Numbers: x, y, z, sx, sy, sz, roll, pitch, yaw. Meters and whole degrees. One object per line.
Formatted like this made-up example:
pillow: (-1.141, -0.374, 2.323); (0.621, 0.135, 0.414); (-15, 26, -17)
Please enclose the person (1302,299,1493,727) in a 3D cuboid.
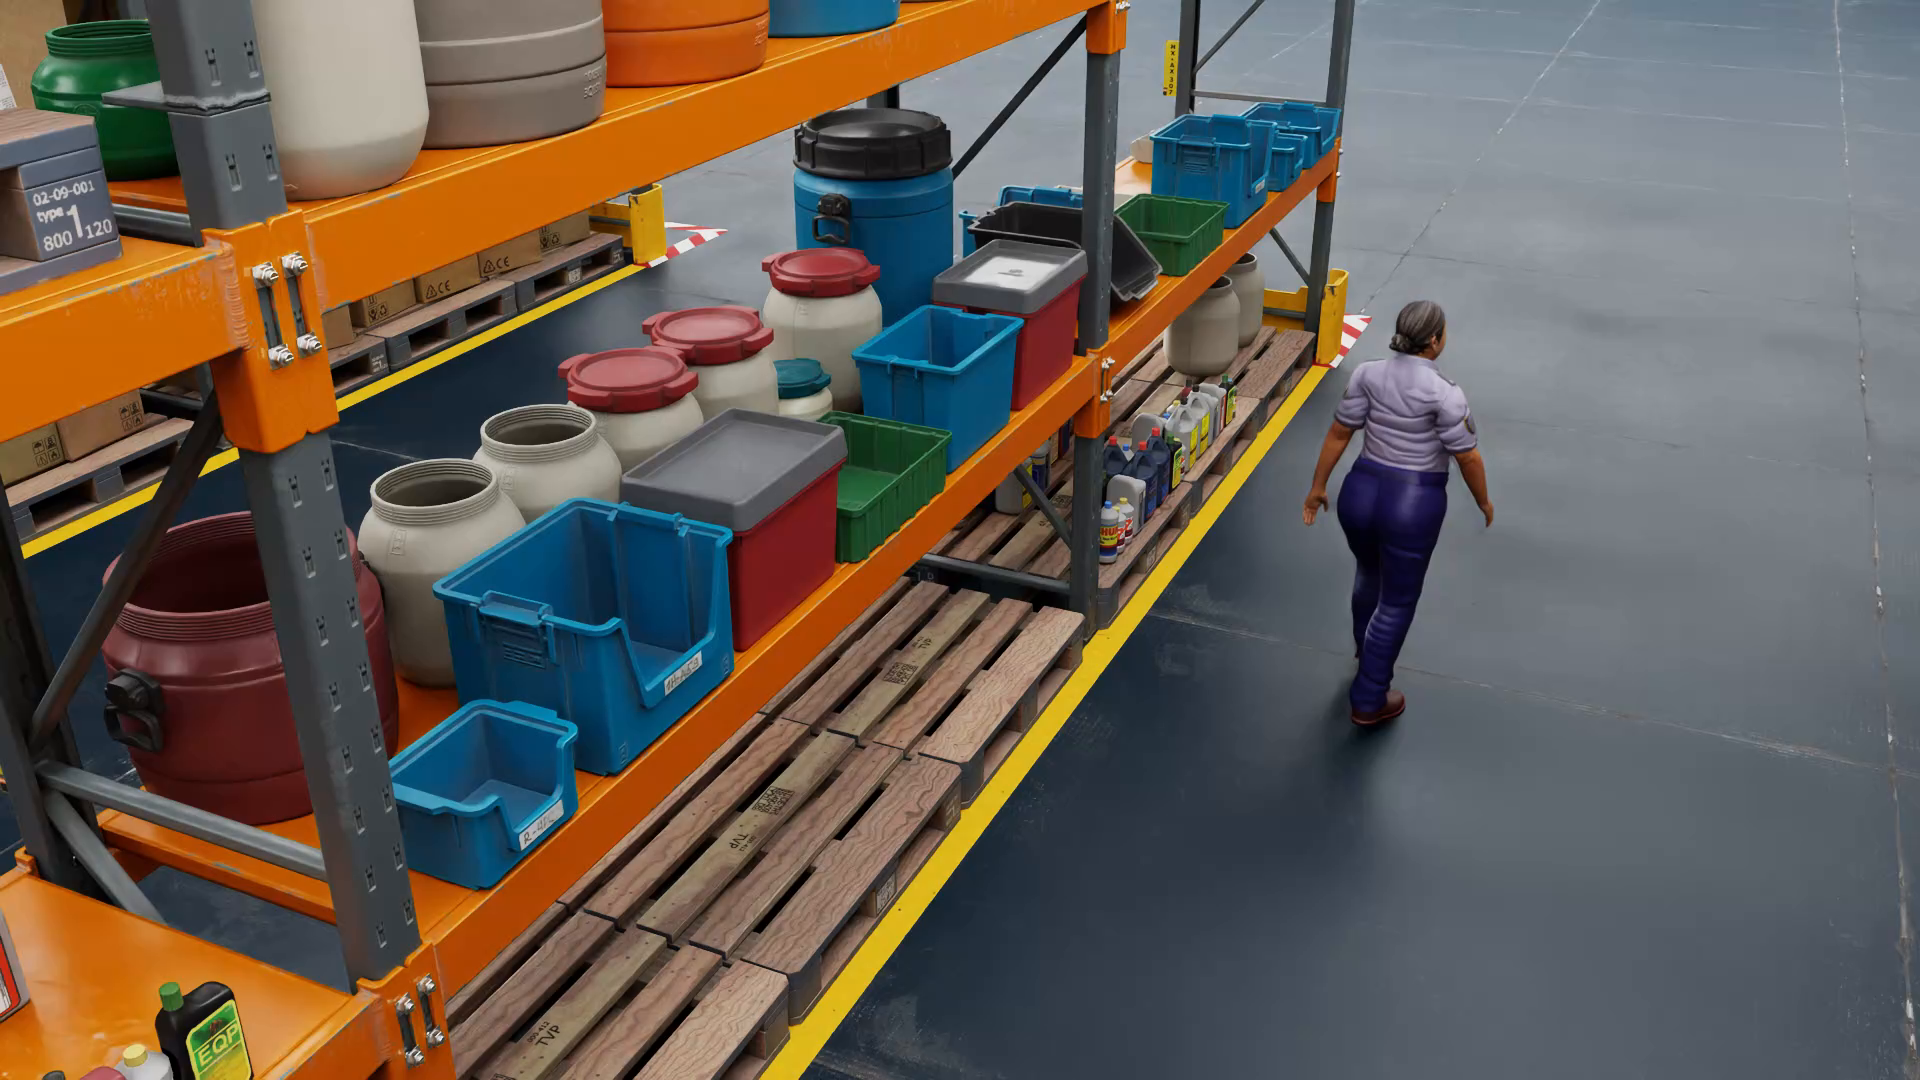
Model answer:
person: (1.677, -0.120, 6.415); (0.618, 1.676, 0.724); (22, 34, 38)
